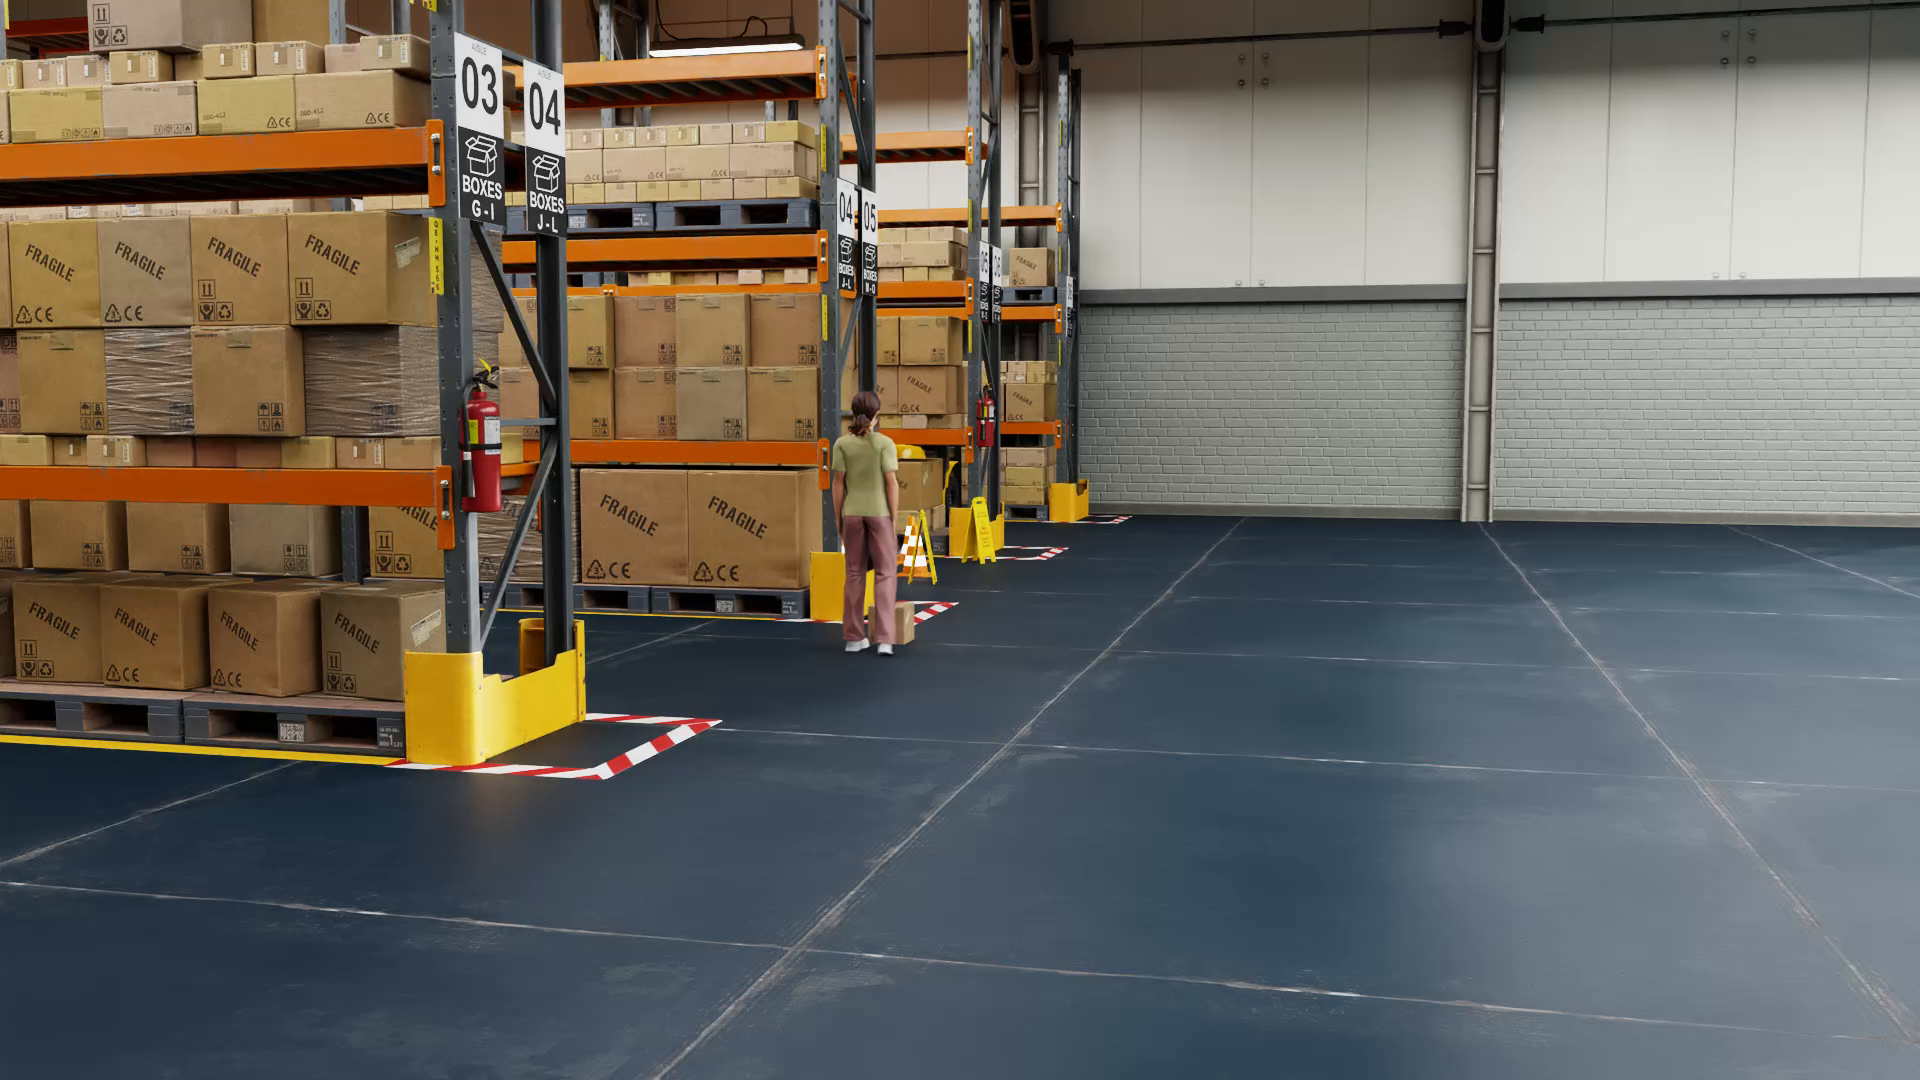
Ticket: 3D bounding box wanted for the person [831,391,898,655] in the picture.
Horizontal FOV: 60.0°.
[{"bbox_3d":[-0.586,-0.098,10.598,0.442,1.698,0.405,1,5,15],"label":"person"}]
